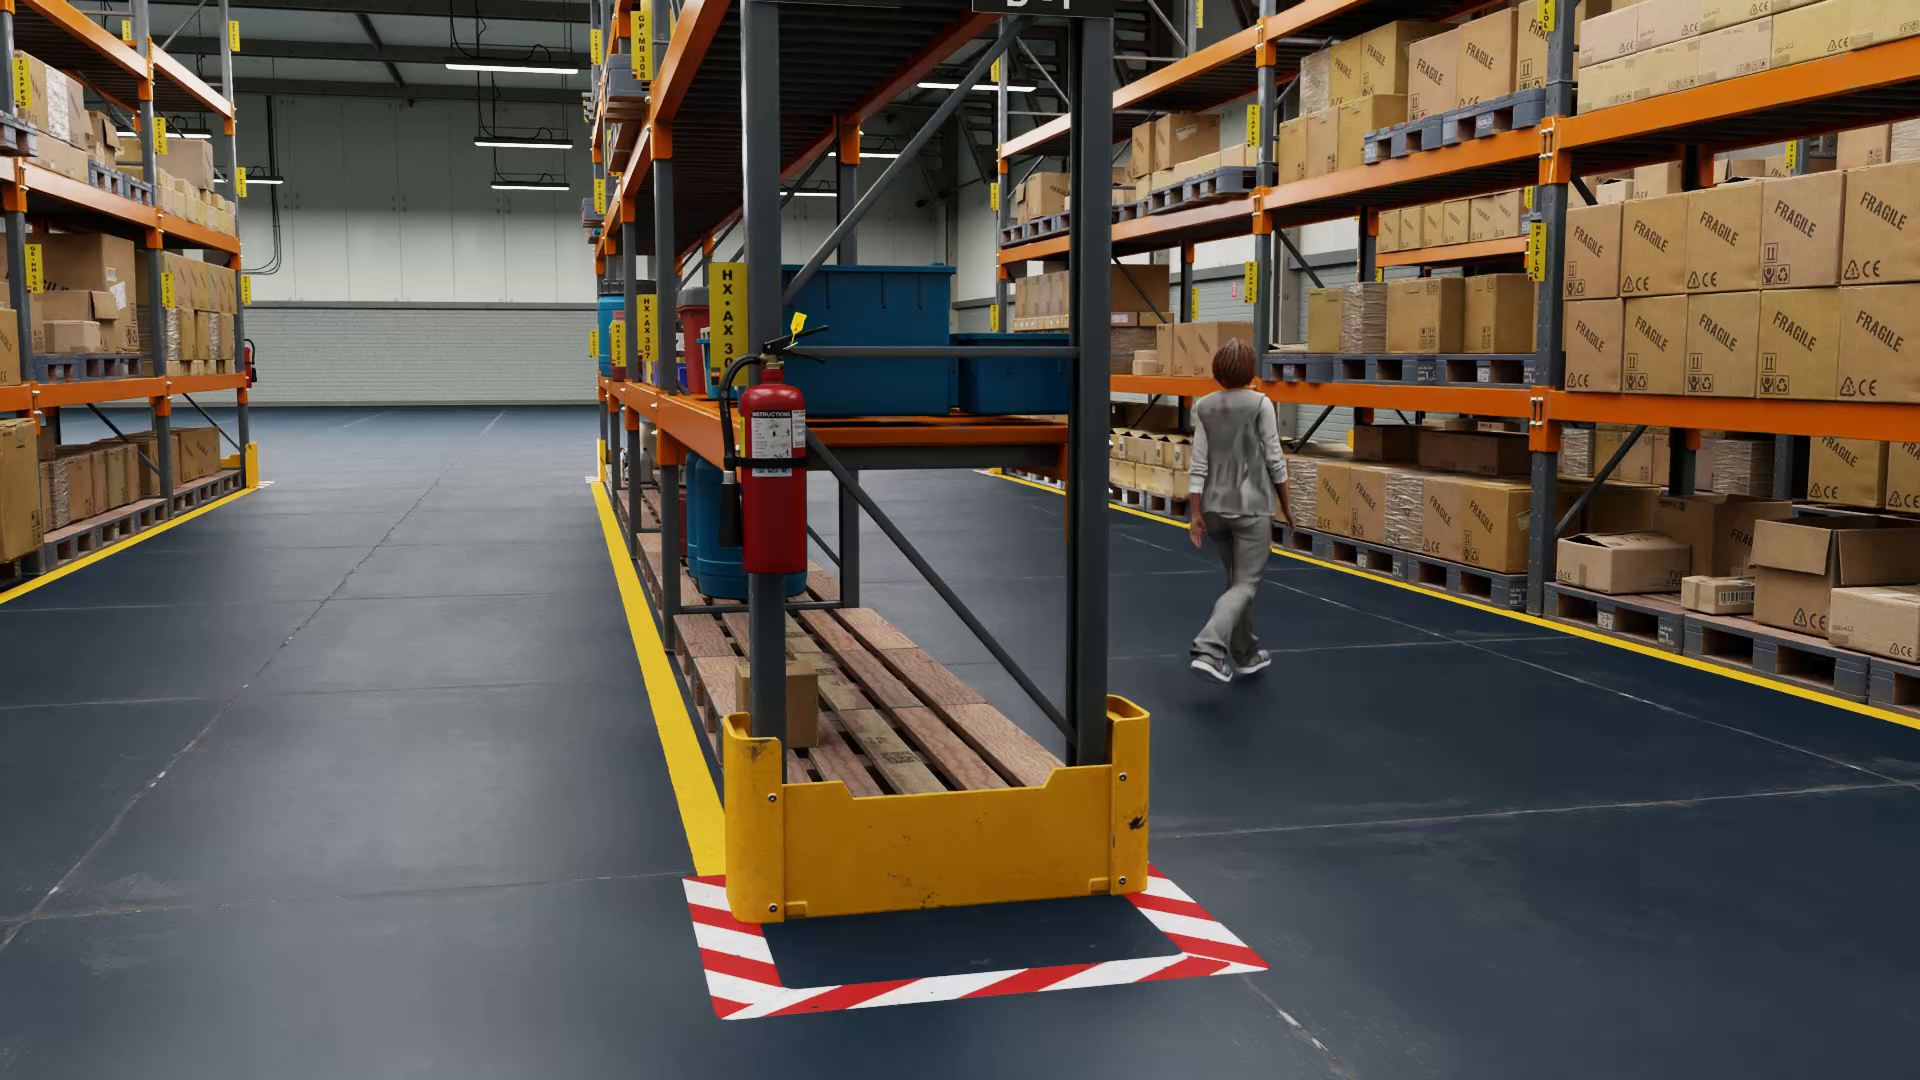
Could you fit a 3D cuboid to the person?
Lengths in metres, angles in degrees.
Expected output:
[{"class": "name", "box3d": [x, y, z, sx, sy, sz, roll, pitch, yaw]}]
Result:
[{"class": "person", "box3d": [1.244, -0.125, 7.440, 0.406, 1.546, 0.930, 5, 8, 38]}]
